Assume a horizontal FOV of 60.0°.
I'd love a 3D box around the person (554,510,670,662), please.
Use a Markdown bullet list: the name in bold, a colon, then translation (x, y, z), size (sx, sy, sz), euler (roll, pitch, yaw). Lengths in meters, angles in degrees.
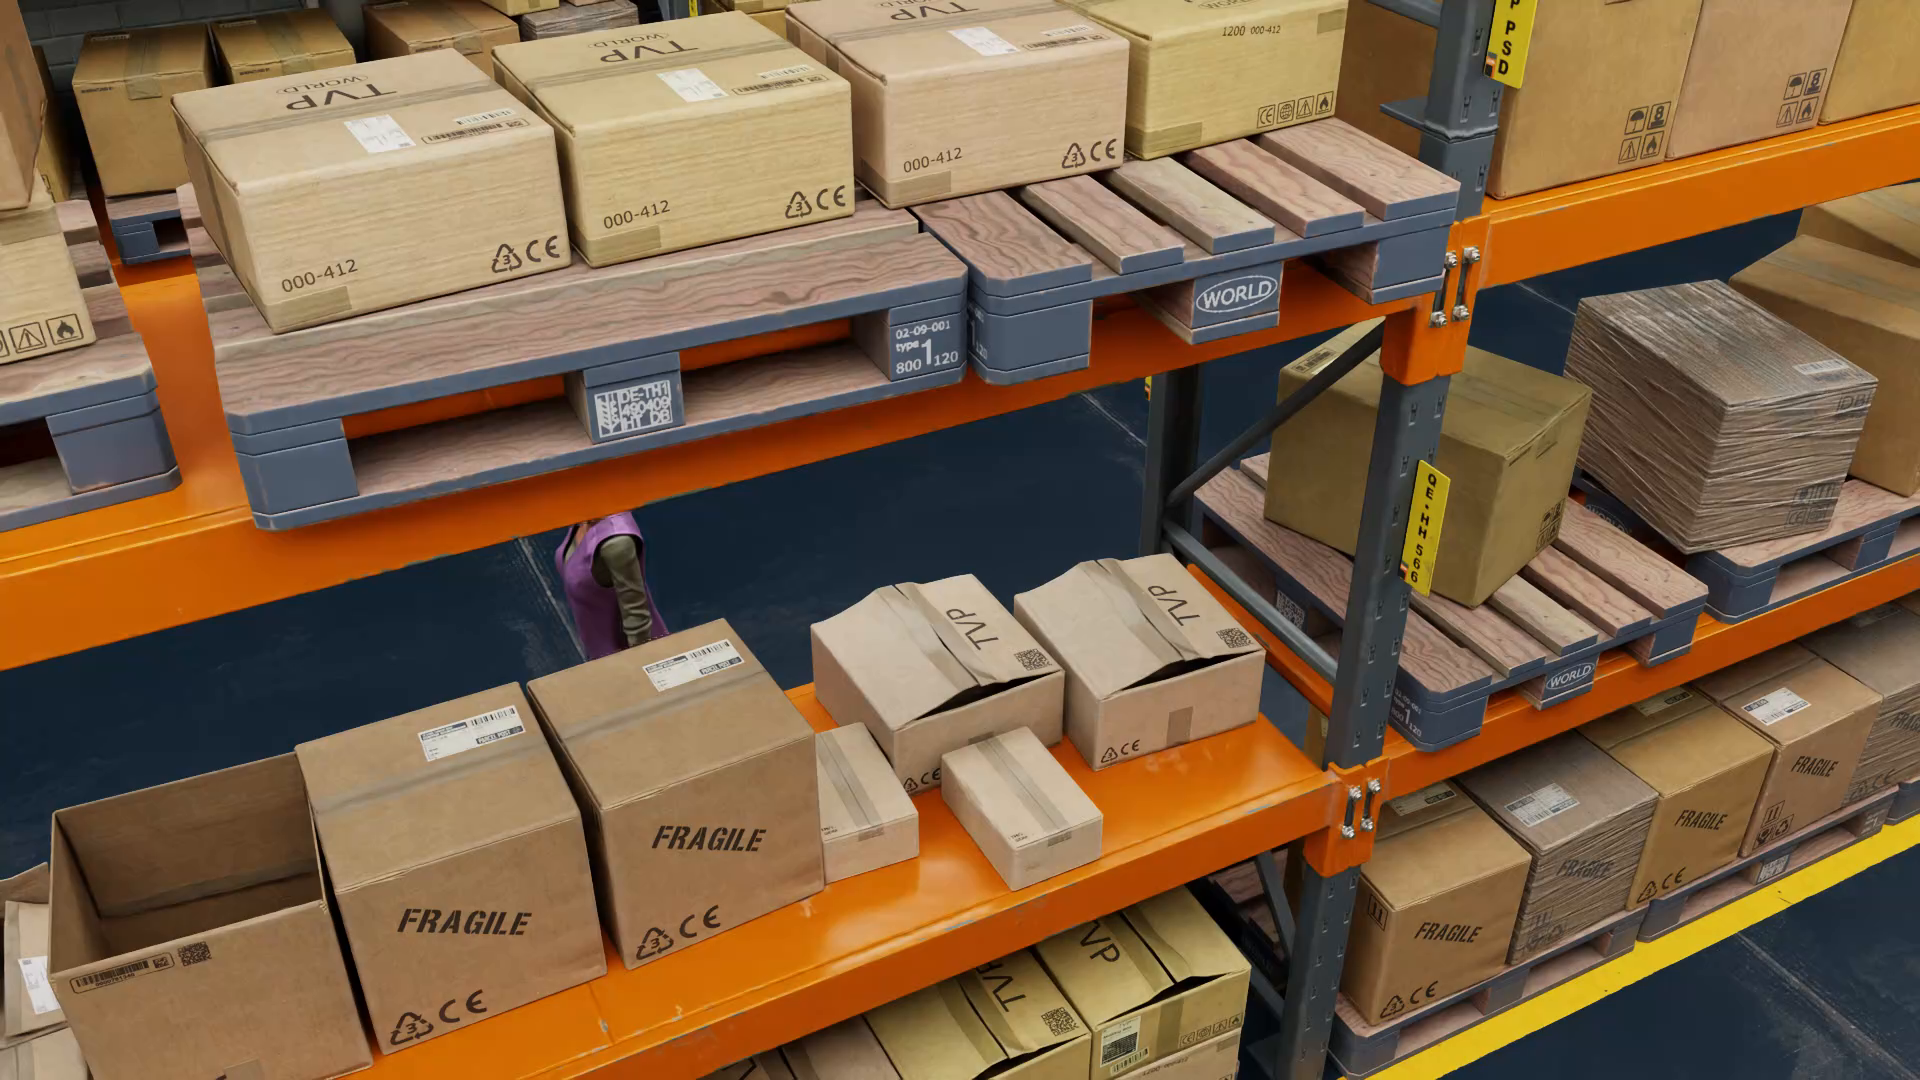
- **person**: translation (-1.066, 0.344, 5.592), size (0.573, 1.579, 0.441), euler (-15, 36, -22)
